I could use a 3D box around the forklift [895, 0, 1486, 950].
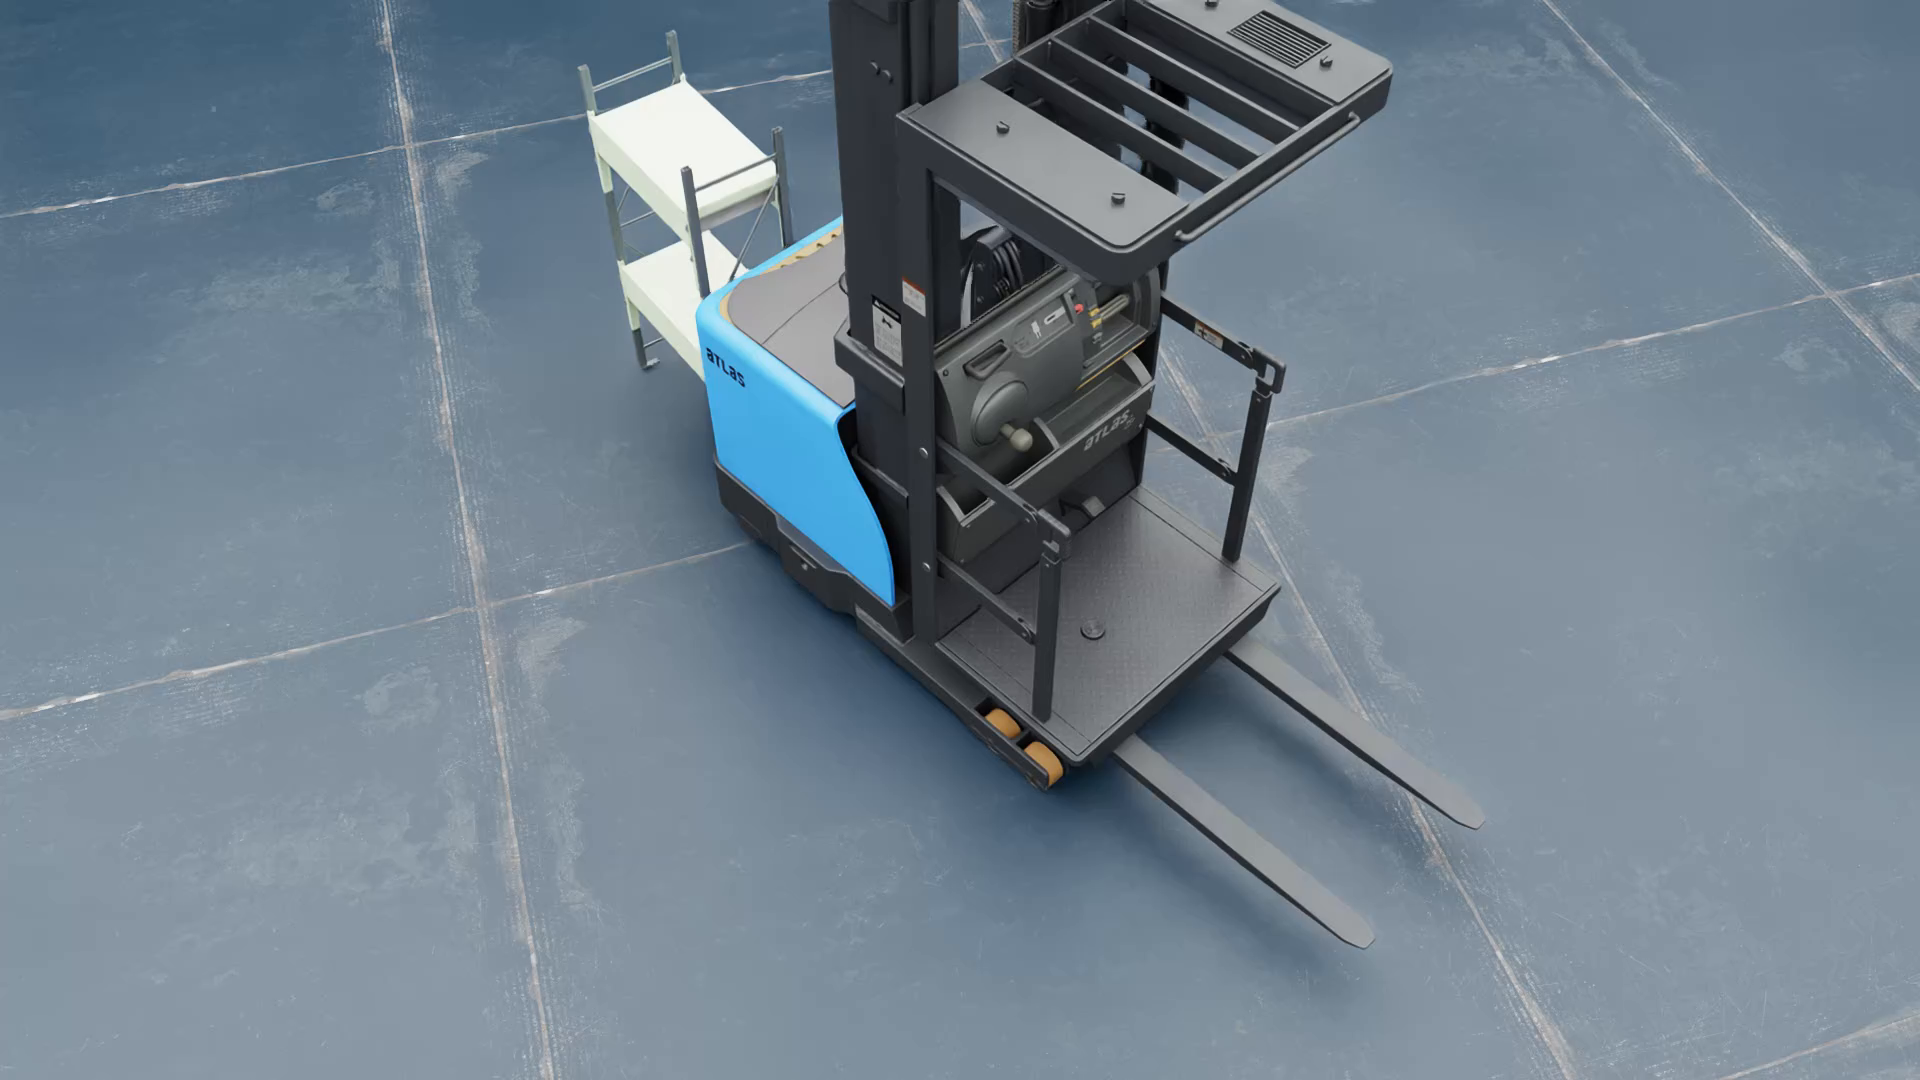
[{"bbox_3d":[0.739,-0.231,4.947,1.118,2.733,2.170,-37,59,-27],"label":"forklift"}]

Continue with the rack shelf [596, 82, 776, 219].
[{"bbox_3d":[-1.000,-1.424,6.074,0.368,0.052,0.686,-29,56,-22],"label":"rack shelf"}]

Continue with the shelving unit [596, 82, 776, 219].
[{"bbox_3d":[-1.000,-1.424,6.074,0.368,0.052,0.686,-29,56,-22],"label":"shelving unit"}]
